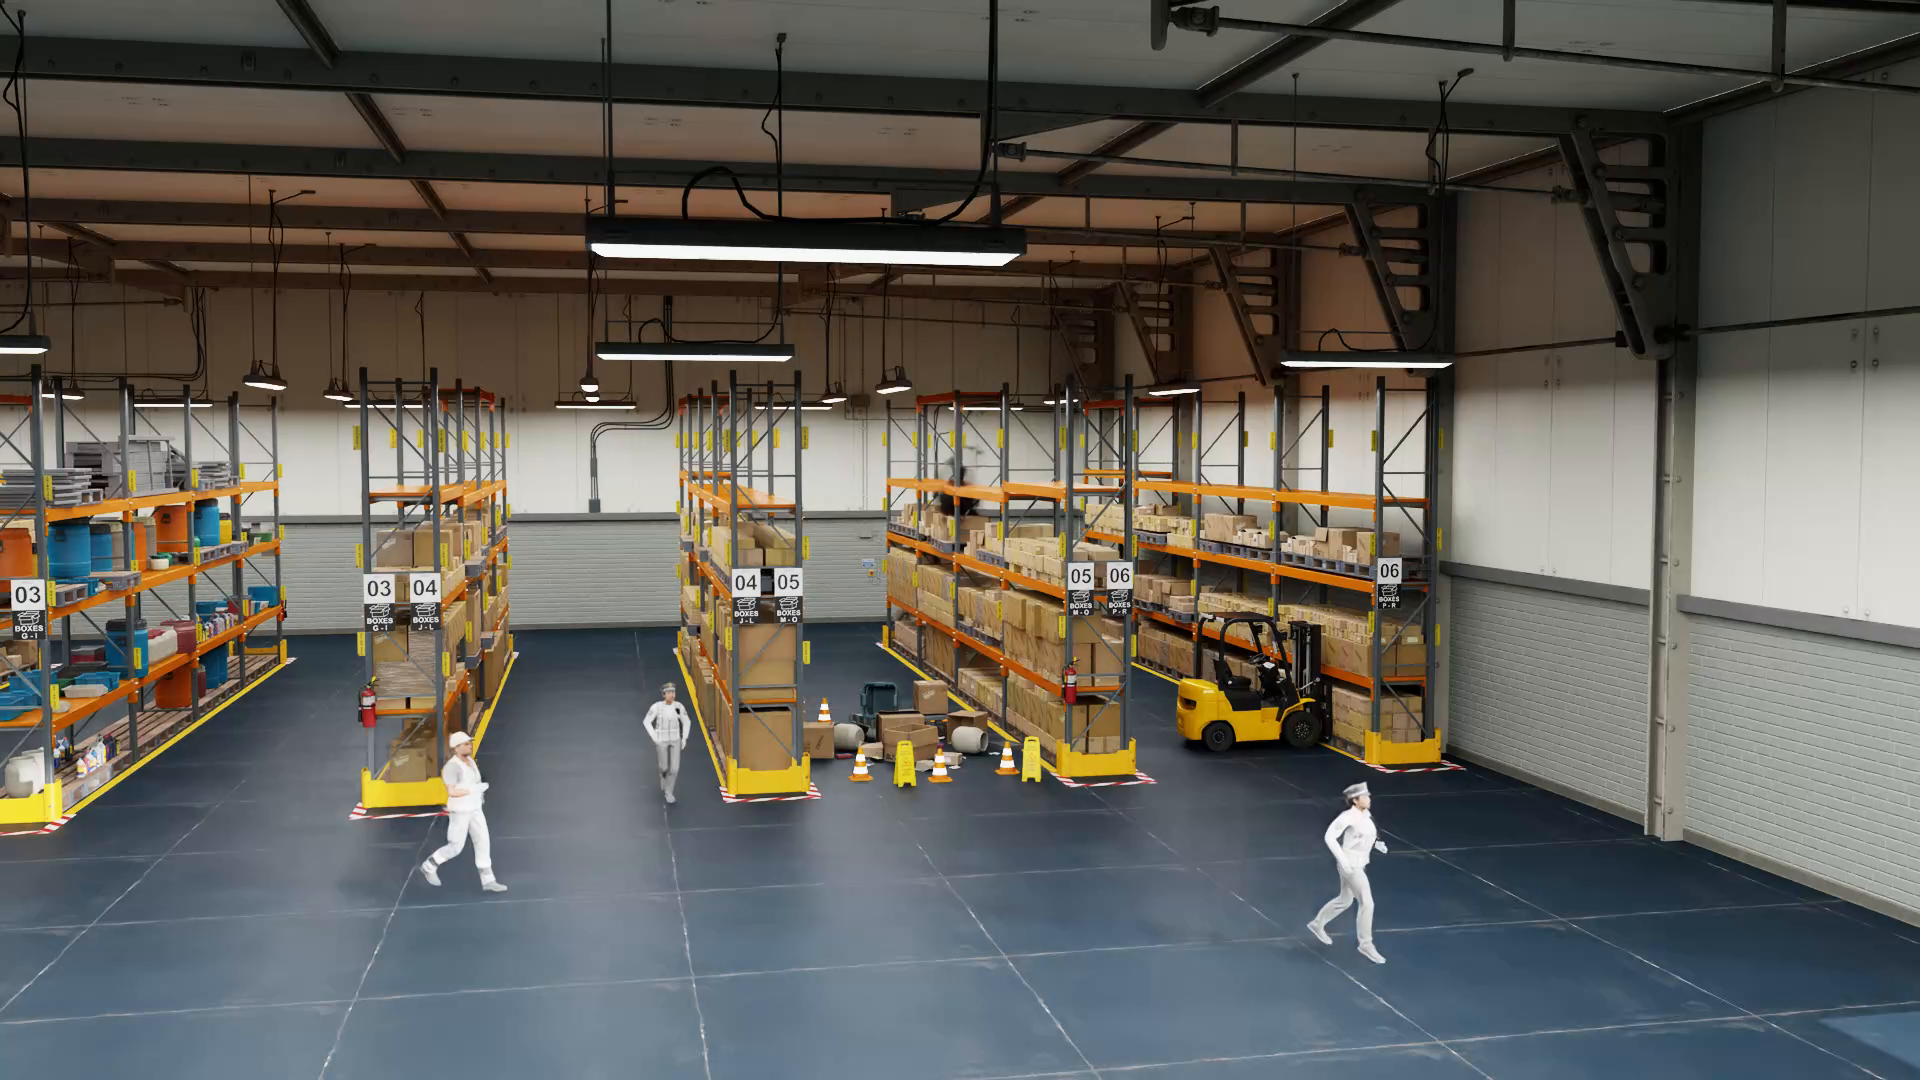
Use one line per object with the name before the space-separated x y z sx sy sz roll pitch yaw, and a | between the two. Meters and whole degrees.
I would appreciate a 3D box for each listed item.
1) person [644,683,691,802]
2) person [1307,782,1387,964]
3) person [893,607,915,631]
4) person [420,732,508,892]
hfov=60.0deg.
person | -4.063 2.810 23.174 0.652 1.661 0.502 -1 4 -17
person | 3.789 3.186 16.193 0.793 1.732 0.611 2 4 30
person | -1.468 1.642 41.875 0.956 1.678 0.707 2 4 25
person | -5.478 2.995 18.349 0.995 1.765 0.662 1 4 14
